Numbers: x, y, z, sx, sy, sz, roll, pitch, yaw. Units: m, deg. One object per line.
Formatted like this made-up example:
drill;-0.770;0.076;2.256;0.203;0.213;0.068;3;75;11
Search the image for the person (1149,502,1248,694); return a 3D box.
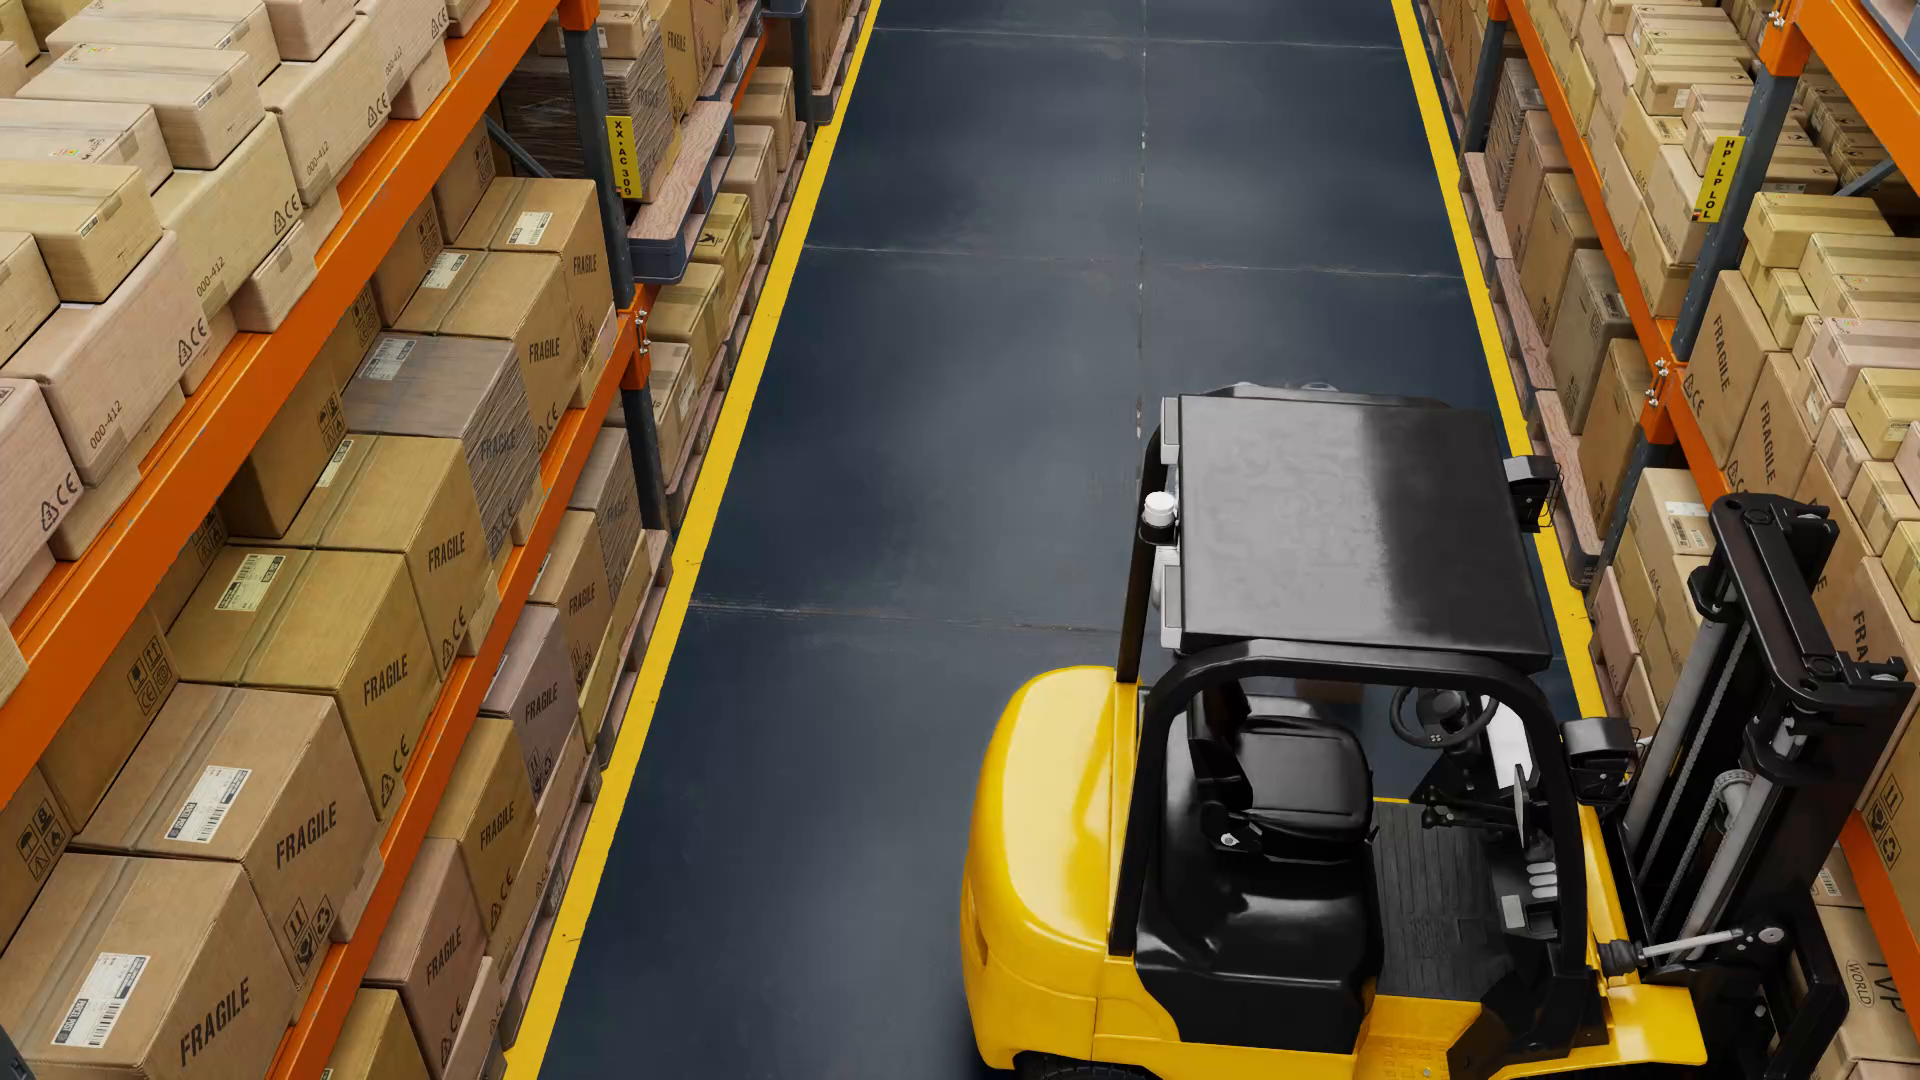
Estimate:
person;1.105;0.122;6.447;0.827;1.108;0.537;3;40;4
